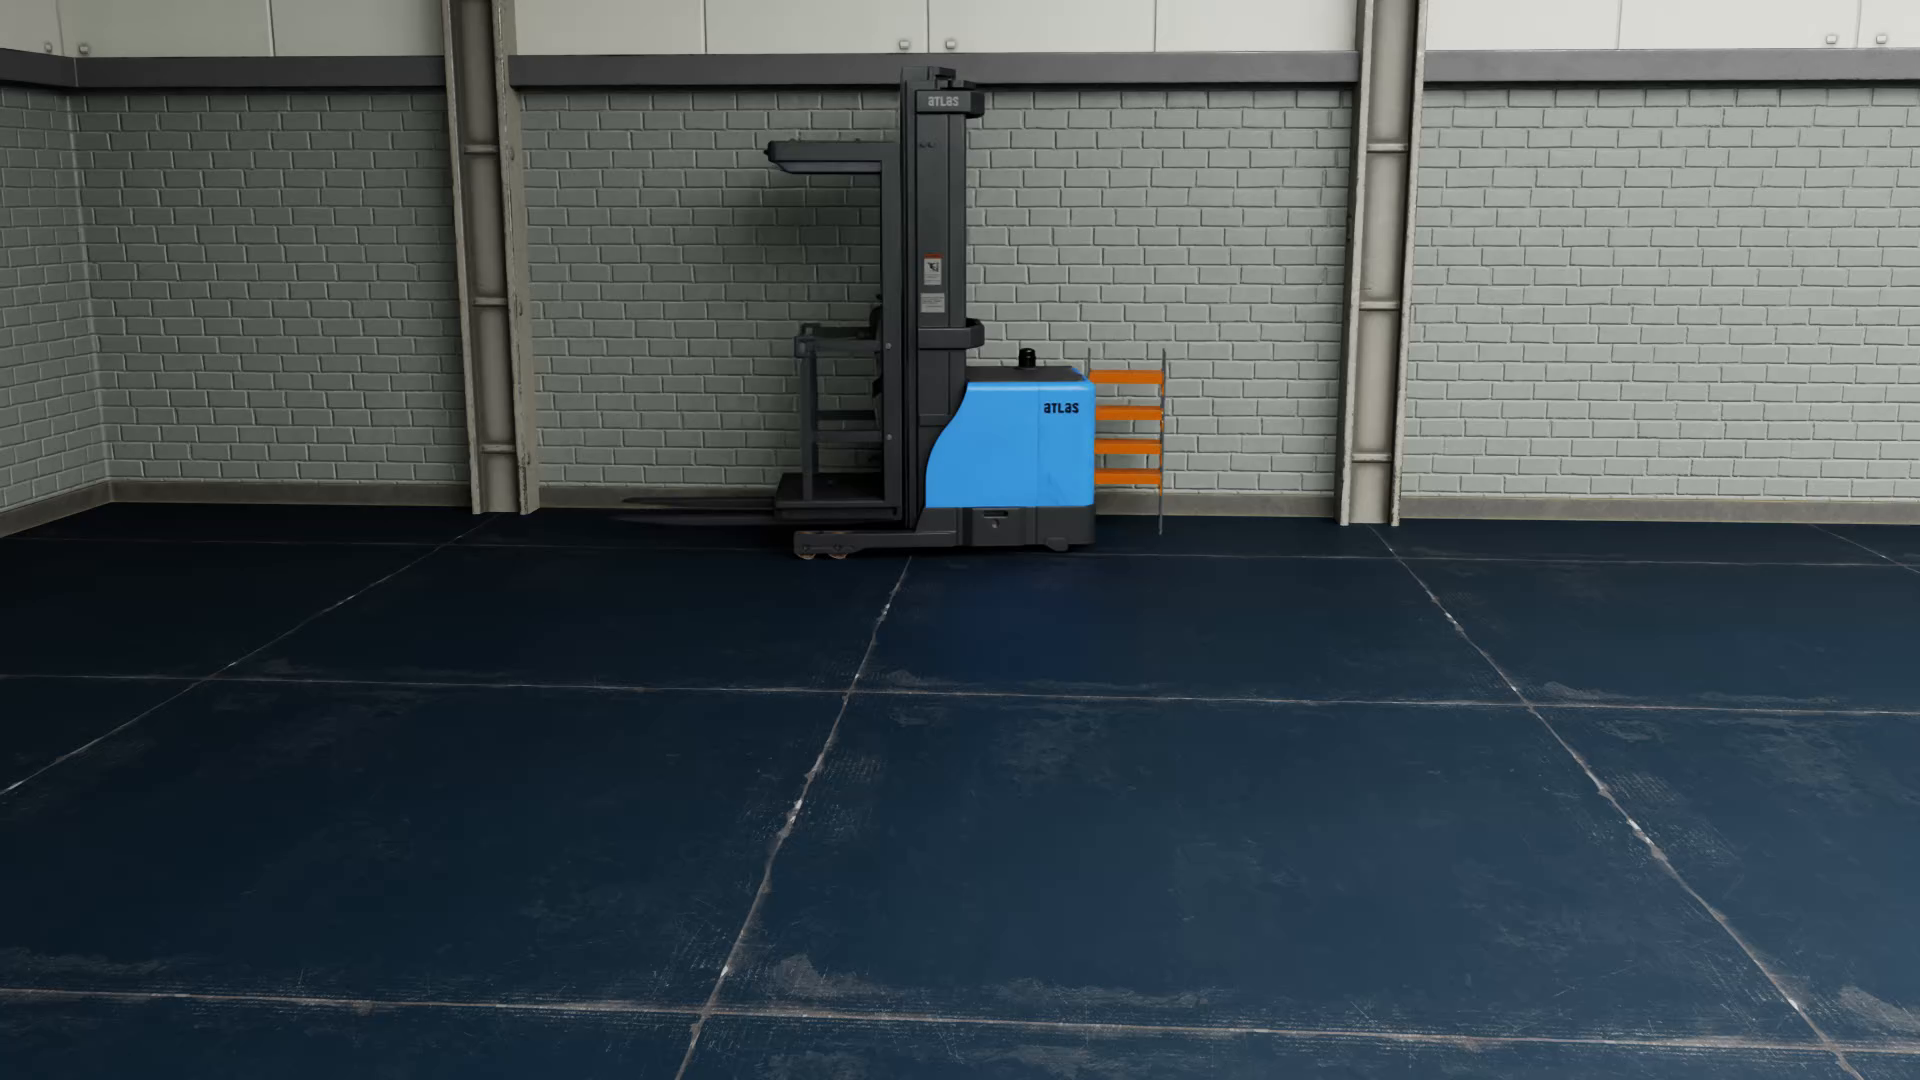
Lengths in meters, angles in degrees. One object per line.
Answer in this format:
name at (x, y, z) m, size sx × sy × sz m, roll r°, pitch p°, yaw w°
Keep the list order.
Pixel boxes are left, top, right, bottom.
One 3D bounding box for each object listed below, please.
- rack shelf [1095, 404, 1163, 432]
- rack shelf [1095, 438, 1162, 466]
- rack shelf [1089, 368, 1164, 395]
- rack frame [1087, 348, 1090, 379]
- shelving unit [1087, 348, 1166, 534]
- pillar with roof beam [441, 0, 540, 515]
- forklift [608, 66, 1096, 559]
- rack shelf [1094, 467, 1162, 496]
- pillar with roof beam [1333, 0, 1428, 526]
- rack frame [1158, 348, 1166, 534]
rack shelf at (1.086, -0.805, 10.921) m, size 0.480 × 0.148 × 0.258 m, roll 1°, pitch 12°, yaw 4°
rack shelf at (1.086, -0.586, 10.967) m, size 0.480 × 0.148 × 0.258 m, roll 1°, pitch 12°, yaw 4°
rack shelf at (1.086, -1.036, 10.873) m, size 0.480 × 0.148 × 0.258 m, roll 1°, pitch 12°, yaw 4°
rack frame at (0.843, -0.655, 10.971) m, size 0.015 × 1.200 × 0.240 m, roll 1°, pitch 12°, yaw 4°
shelving unit at (1.086, -0.652, 10.953) m, size 0.503 × 1.200 × 0.258 m, roll 1°, pitch 12°, yaw 4°
pillar with roof beam at (-3.497, -3.736, 6.652) m, size 0.400 × 9.000 × 9.100 m, roll 1°, pitch 12°, yaw 4°
forklift at (-0.687, -1.429, 10.443) m, size 3.031 × 2.935 × 1.130 m, roll -1°, pitch 12°, yaw -3°
rack shelf at (1.086, -0.392, 11.008) m, size 0.480 × 0.148 × 0.258 m, roll 1°, pitch 12°, yaw 4°
pillar with roof beam at (2.489, -3.654, 6.260) m, size 0.400 × 9.000 × 9.100 m, roll 1°, pitch 12°, yaw 4°
rack frame at (1.330, -0.648, 10.936) m, size 0.015 × 1.200 × 0.240 m, roll 1°, pitch 12°, yaw 4°
